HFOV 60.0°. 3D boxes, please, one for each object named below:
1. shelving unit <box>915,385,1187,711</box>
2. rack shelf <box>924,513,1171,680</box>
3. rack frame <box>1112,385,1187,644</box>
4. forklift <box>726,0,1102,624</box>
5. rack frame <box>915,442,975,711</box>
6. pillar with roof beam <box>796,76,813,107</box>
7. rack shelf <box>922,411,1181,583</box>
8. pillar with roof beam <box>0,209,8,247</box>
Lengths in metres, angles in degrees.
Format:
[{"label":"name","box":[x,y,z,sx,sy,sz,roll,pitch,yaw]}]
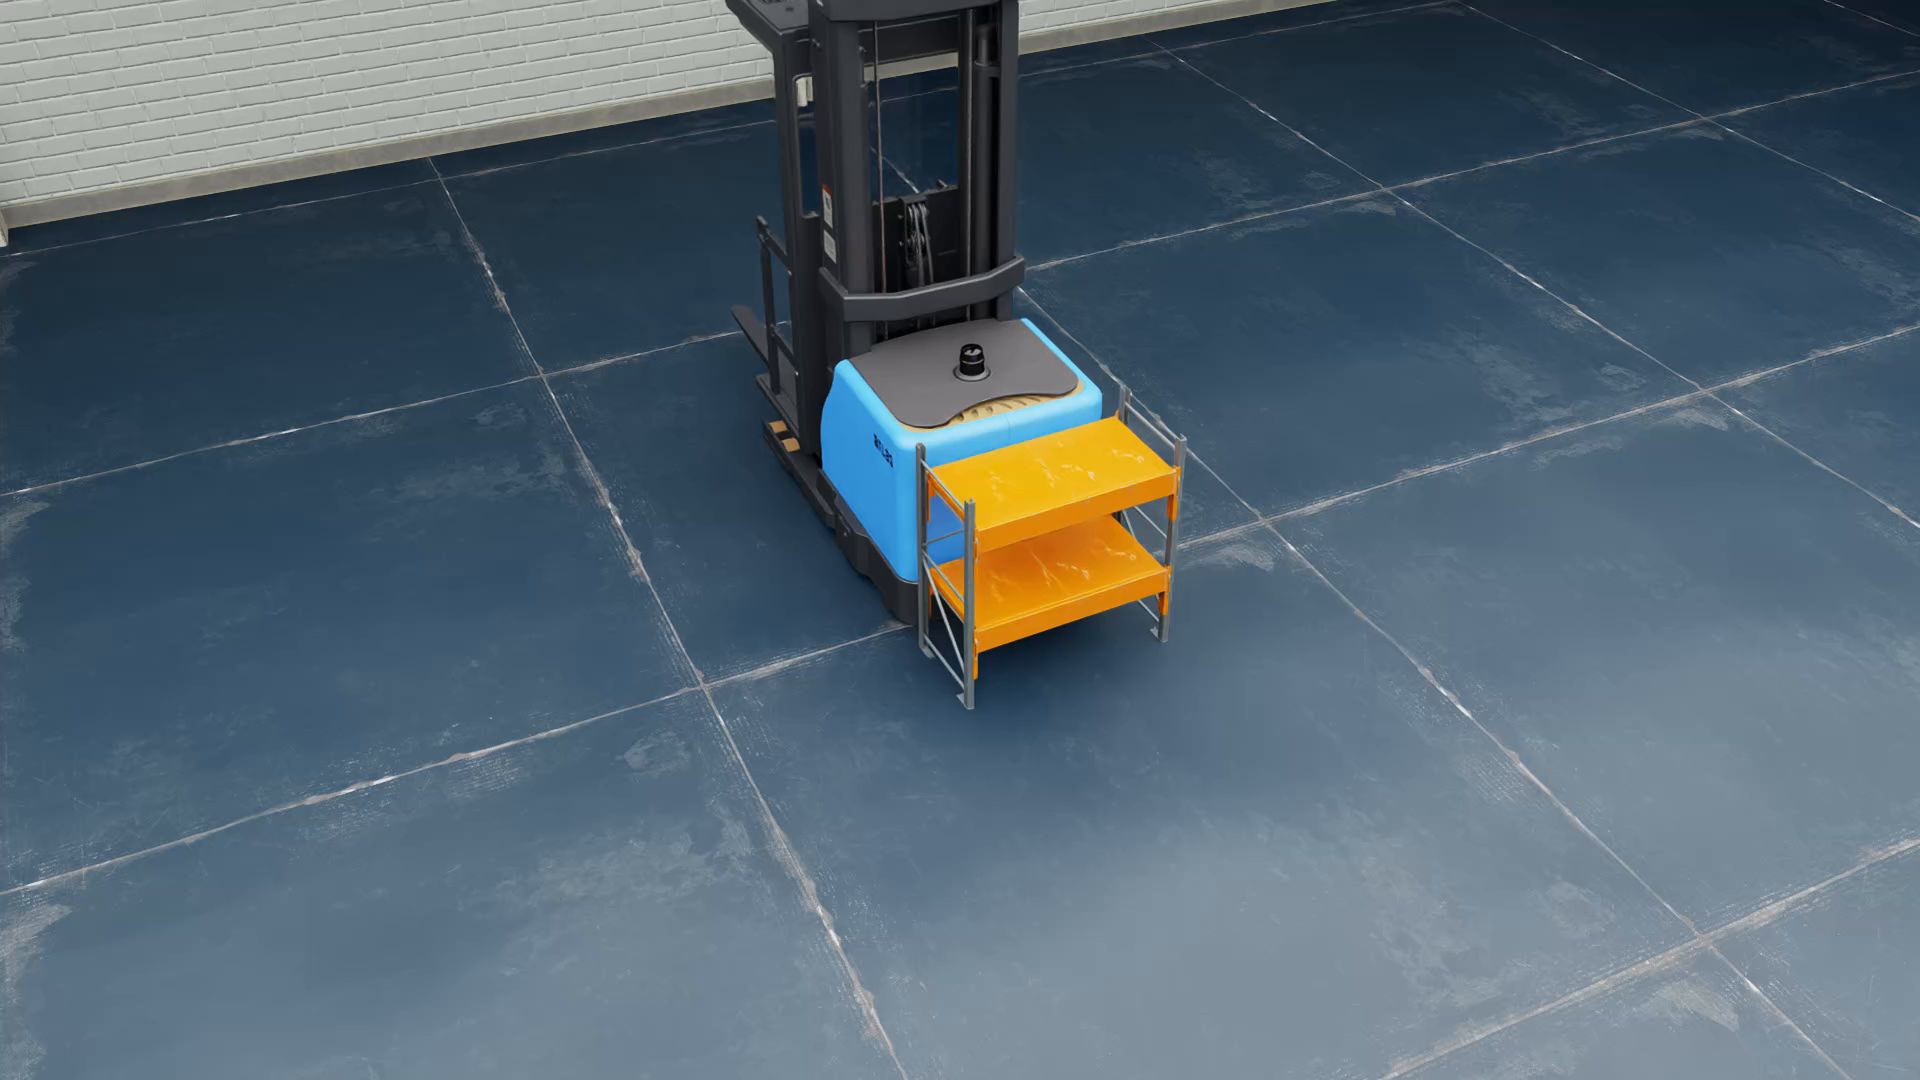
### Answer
[{"label":"shelving unit","box":[0.388,0.032,7.405,1.048,1.125,0.538,-17,40,-21]},{"label":"rack shelf","box":[0.388,0.229,7.551,1.000,0.278,0.538,-17,40,-21]},{"label":"rack frame","box":[0.841,-0.105,7.591,0.032,1.125,0.500,-17,40,-21]},{"label":"forklift","box":[-0.419,-1.656,8.165,1.130,2.935,3.031,-16,39,-20]},{"label":"rack frame","box":[-0.064,0.170,7.220,0.032,1.125,0.500,-17,40,-21]},{"label":"pillar with roof beam","box":[0.703,-4.797,7.307,0.400,9.000,9.100,-16,39,-20]},{"label":"rack shelf","box":[0.388,-0.203,7.231,1.000,0.278,0.538,-17,40,-21]},{"label":"pillar with roof beam","box":[-4.729,-3.279,5.260,0.400,9.000,9.100,-16,39,-20]}]
